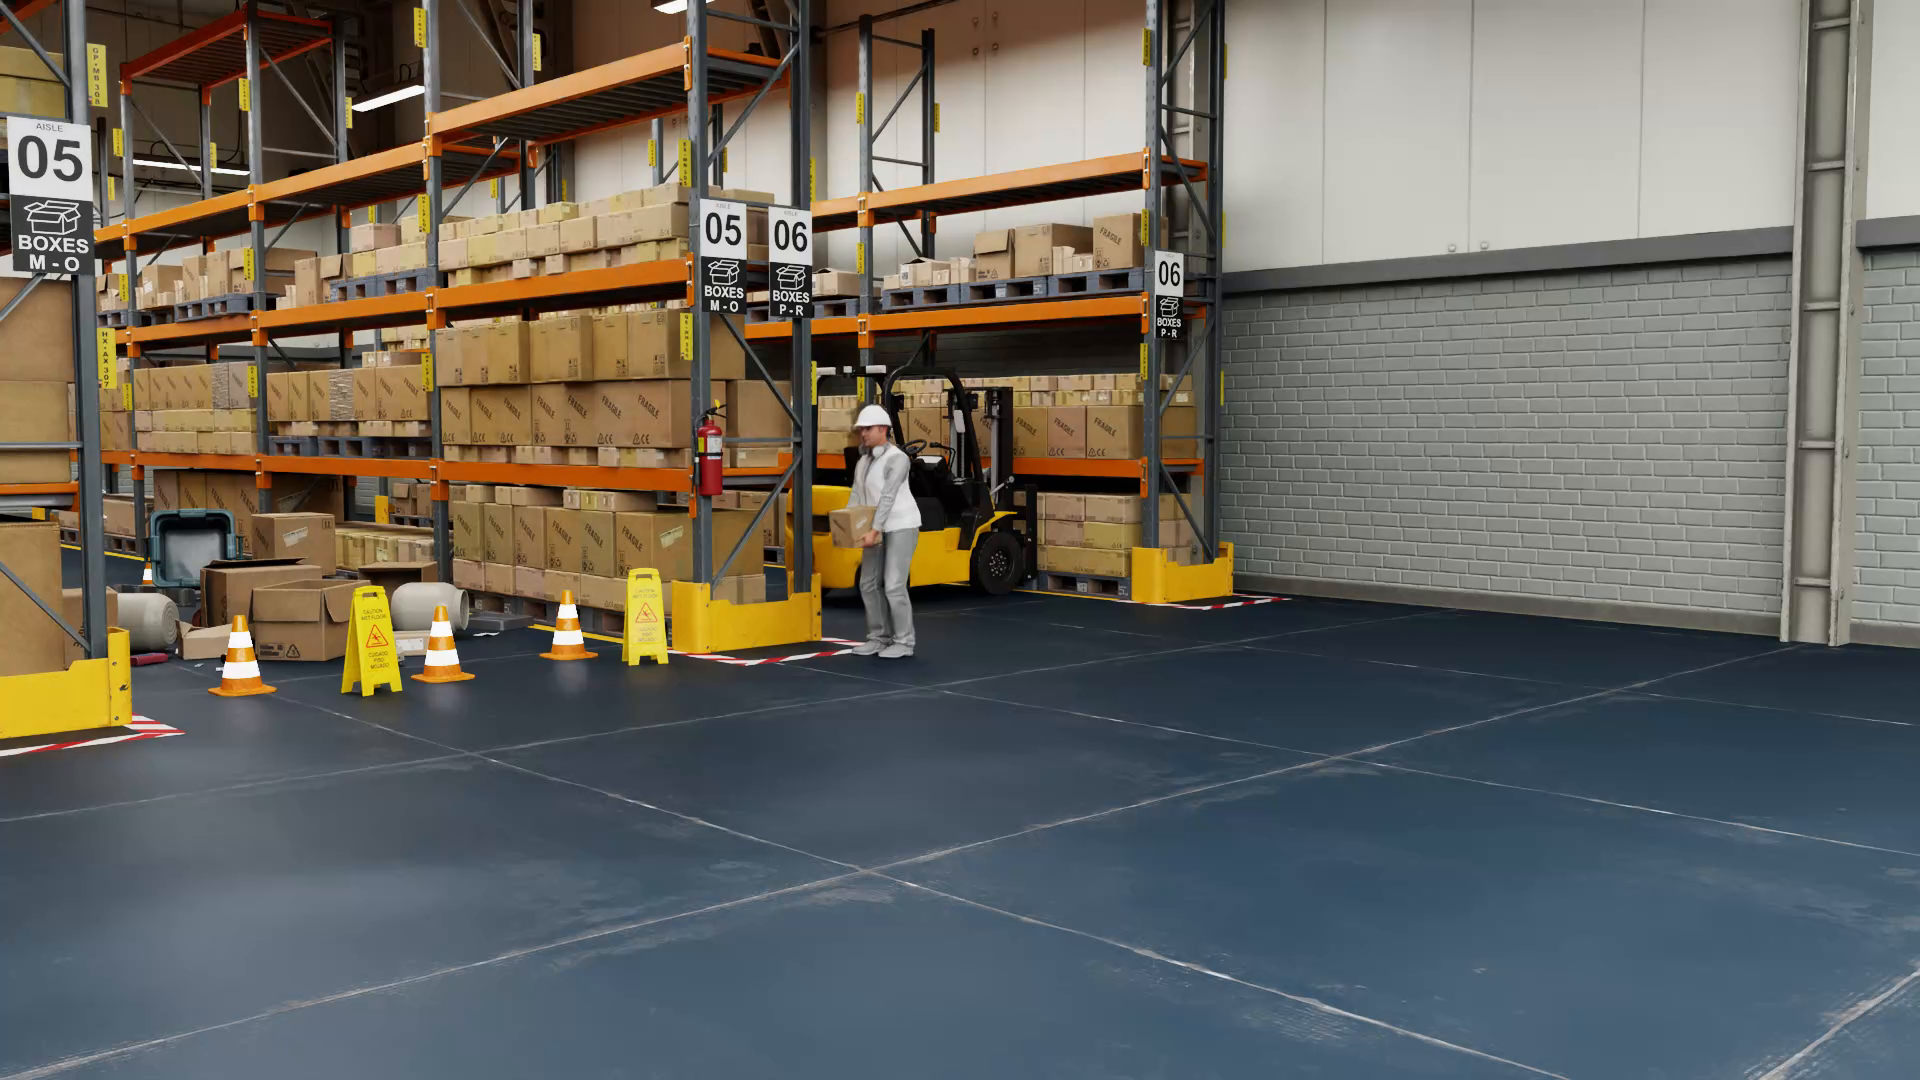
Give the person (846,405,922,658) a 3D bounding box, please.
[{"bbox_3d":[-0.561,-0.058,11.601,0.584,1.756,0.484,-3,5,-40],"label":"person"}]
